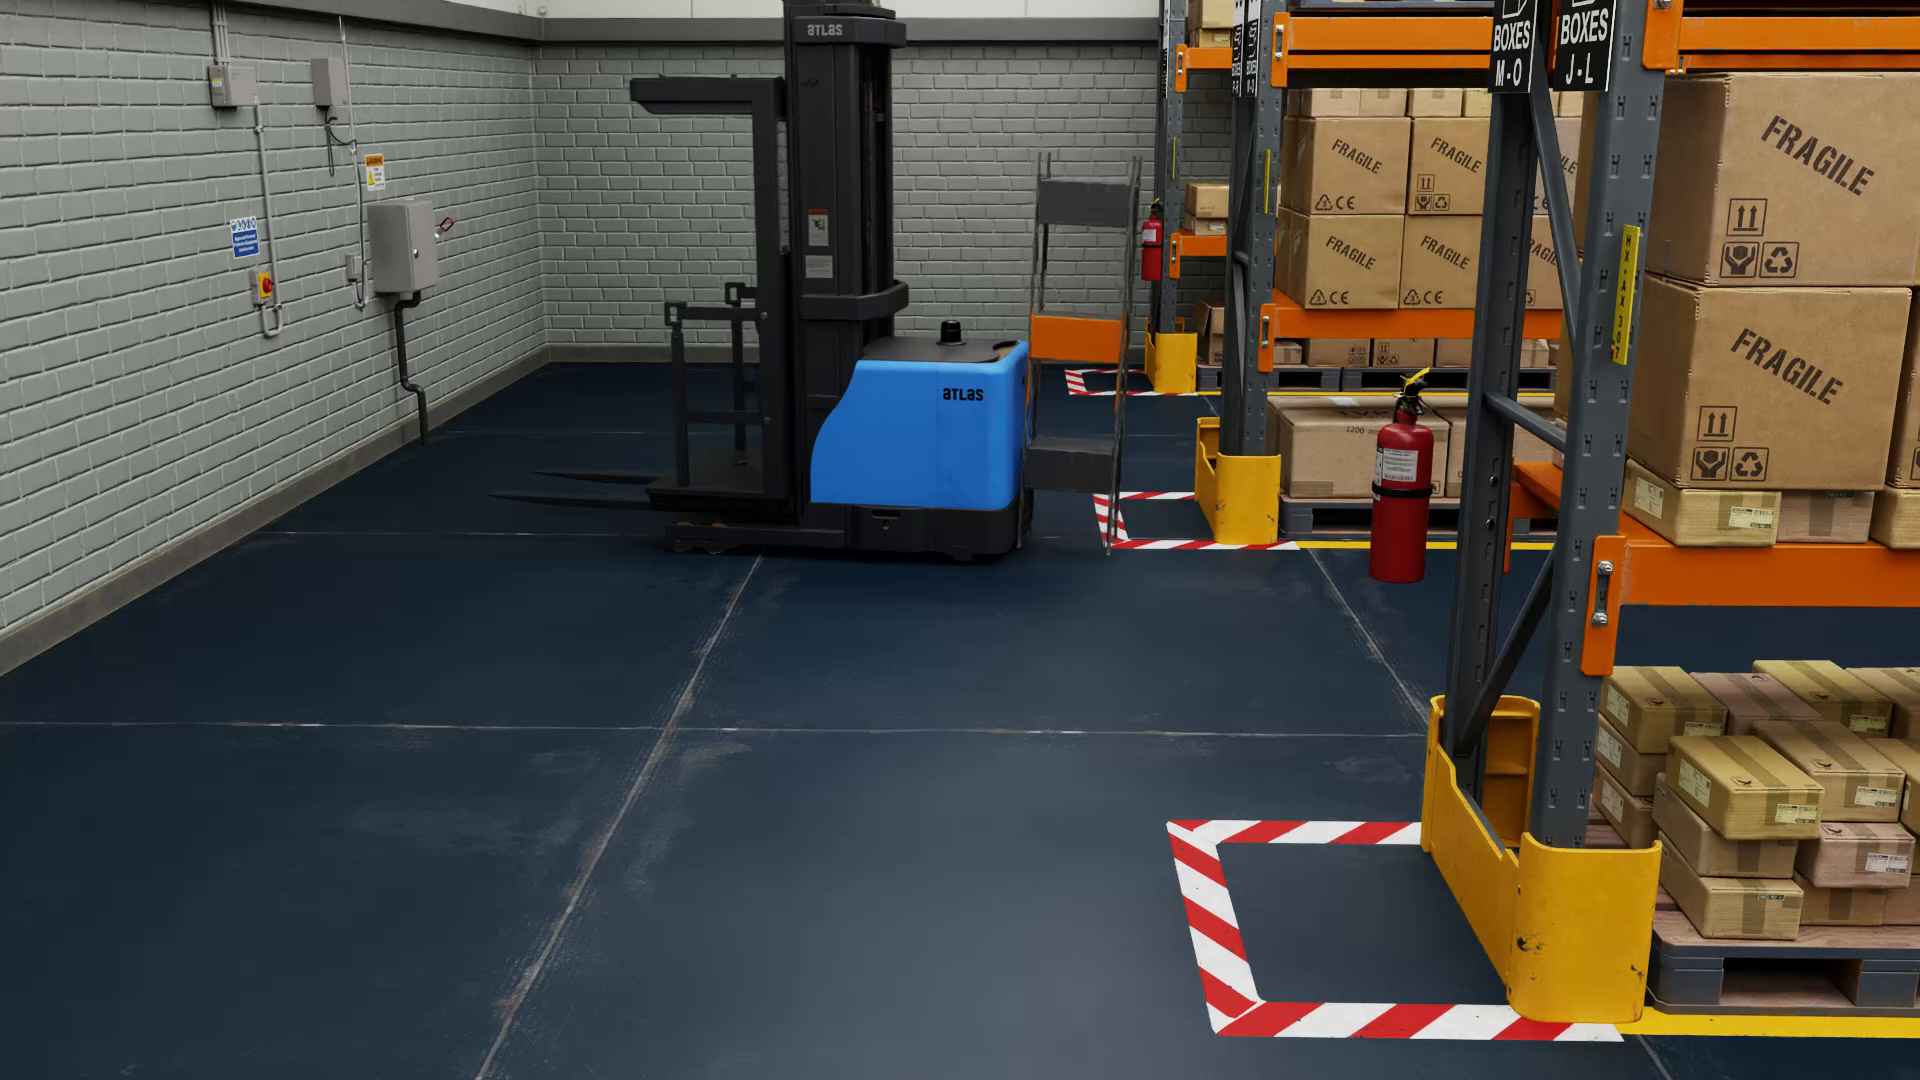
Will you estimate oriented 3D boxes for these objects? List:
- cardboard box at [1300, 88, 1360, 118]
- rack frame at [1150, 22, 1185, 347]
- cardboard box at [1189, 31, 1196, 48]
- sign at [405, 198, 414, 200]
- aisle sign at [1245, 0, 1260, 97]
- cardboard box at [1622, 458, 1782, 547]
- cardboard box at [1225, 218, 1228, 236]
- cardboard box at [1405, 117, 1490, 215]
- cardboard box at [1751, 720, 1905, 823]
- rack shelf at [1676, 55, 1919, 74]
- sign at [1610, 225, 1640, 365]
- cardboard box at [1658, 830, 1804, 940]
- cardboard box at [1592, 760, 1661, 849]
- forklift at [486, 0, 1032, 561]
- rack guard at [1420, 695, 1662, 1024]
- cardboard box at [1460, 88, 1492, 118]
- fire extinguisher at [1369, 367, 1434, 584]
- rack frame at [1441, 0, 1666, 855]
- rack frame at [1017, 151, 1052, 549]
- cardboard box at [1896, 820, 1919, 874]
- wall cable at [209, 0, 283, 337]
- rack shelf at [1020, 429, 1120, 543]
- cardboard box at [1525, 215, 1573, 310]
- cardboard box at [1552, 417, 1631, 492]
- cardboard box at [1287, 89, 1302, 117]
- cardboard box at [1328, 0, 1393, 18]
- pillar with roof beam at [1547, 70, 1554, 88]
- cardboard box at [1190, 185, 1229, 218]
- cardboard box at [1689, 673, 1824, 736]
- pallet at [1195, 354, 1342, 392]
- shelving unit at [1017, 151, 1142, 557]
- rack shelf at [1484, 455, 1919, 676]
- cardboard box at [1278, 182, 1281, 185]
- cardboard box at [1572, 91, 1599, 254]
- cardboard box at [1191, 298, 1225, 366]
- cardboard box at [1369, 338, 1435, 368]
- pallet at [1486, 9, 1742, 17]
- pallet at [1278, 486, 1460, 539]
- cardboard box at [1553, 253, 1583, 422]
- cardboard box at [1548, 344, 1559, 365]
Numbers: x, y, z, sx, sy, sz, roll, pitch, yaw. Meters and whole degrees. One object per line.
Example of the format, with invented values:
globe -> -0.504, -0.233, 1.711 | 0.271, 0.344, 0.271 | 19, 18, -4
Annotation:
cardboard box -> 1.983, -2.344, 8.917 | 0.250, 0.149, 0.380 | 1, 15, 3
rack frame -> 1.758, -2.837, 14.215 | 0.127, 3.000, 1.000 | 0, 15, 1
cardboard box -> 2.084, -4.223, 14.080 | 0.250, 0.149, 0.380 | 1, 15, 3
sign -> -3.997, -2.218, 12.055 | 0.001, 0.494, 0.329 | 0, 15, 1
aisle sign -> 1.556, -2.755, 8.807 | 0.004, 0.787, 0.394 | 0, 15, 1
cardboard box -> 1.925, -0.101, 4.337 | 0.250, 0.149, 0.380 | 0, 15, 1
cardboard box -> 2.335, -2.654, 14.012 | 0.250, 0.149, 0.380 | 1, 15, 3
cardboard box -> 2.625, -2.026, 8.983 | 0.500, 0.500, 0.500 | 0, 15, 0
cardboard box -> 2.404, 0.640, 4.632 | 0.250, 0.149, 0.380 | 1, 15, 2
rack shelf -> 7.756, -3.901, 13.776 | 4.000, 0.370, 1.077 | 0, 15, 1
sign -> 1.596, -0.589, 3.995 | 0.005, 0.325, 0.100 | 0, 15, 1
cardboard box -> 2.125, 0.952, 4.617 | 0.250, 0.149, 0.380 | 1, 15, 3
cardboard box -> 2.141, 0.817, 5.128 | 0.250, 0.149, 0.380 | 1, 15, 2
forklift -> -1.145, -1.470, 9.166 | 3.031, 2.935, 1.130 | 3, 15, 11
rack guard -> 1.686, 0.901, 4.947 | 0.348, 0.500, 1.175 | 0, 15, 1
cardboard box -> 2.767, -2.333, 8.873 | 0.250, 0.149, 0.380 | 0, 15, 0
fire extinguisher -> 1.370, -0.210, 5.139 | 0.183, 0.674, 0.296 | 0, 15, 1
rack frame -> 1.610, -0.309, 4.630 | 0.127, 3.000, 1.000 | 0, 15, 1
rack frame -> 0.401, -1.018, 8.976 | 0.015, 2.100, 0.400 | 5, 13, 10
cardboard box -> 2.646, 0.787, 4.659 | 0.250, 0.149, 0.380 | 1, 15, 2
wall cable -> -4.002, -2.109, 9.400 | 0.123, 1.953, 0.585 | 0, 15, 1
rack shelf -> 0.608, -0.302, 9.092 | 0.480, 0.518, 0.431 | 5, 13, 10
cardboard box -> 3.122, -1.539, 9.099 | 0.500, 0.500, 0.500 | 0, 15, 1
cardboard box -> 1.943, -0.257, 4.927 | 0.250, 0.149, 0.380 | 0, 15, 1
cardboard box -> 1.999, -2.466, 9.378 | 0.250, 0.149, 0.380 | 1, 15, 2
cardboard box -> 3.215, -4.282, 13.521 | 0.500, 0.250, 0.500 | 0, 15, 0
pillar with roof beam -> 4.974, -4.849, 10.078 | 0.400, 9.000, 9.100 | 0, 15, 1
cardboard box -> 2.205, -2.837, 13.924 | 0.500, 0.250, 0.500 | 0, 15, 2
cardboard box -> 2.395, 0.534, 5.034 | 0.250, 0.149, 0.380 | 1, 15, 3
pallet -> 2.631, -1.484, 14.550 | 1.213, 0.211, 1.003 | 0, 15, 1
shelving unit -> 0.640, -0.997, 8.934 | 0.503, 2.100, 0.431 | 5, 13, 10
rack shelf -> 3.609, 0.052, 4.672 | 4.000, 0.370, 1.077 | 0, 15, 1
cardboard box -> 2.740, -2.970, 14.427 | 0.500, 0.250, 0.500 | 0, 15, 2
cardboard box -> 2.074, -1.045, 4.680 | 0.500, 0.500, 0.500 | 0, 15, 0
cardboard box -> 2.367, -1.805, 14.373 | 0.637, 0.503, 0.797 | 0, 15, -1
cardboard box -> 3.747, -1.759, 14.205 | 0.500, 0.500, 0.500 | 1, 15, 2
pallet -> 3.600, -2.970, 9.010 | 1.213, 0.211, 1.003 | 0, 15, 1
pallet -> 2.437, -0.238, 9.828 | 1.213, 0.211, 1.003 | 0, 15, 1
cardboard box -> 2.066, -0.563, 4.817 | 0.500, 0.500, 0.500 | 1, 15, 3
cardboard box -> 5.193, -1.565, 14.156 | 0.250, 0.149, 0.380 | 0, 15, 0
